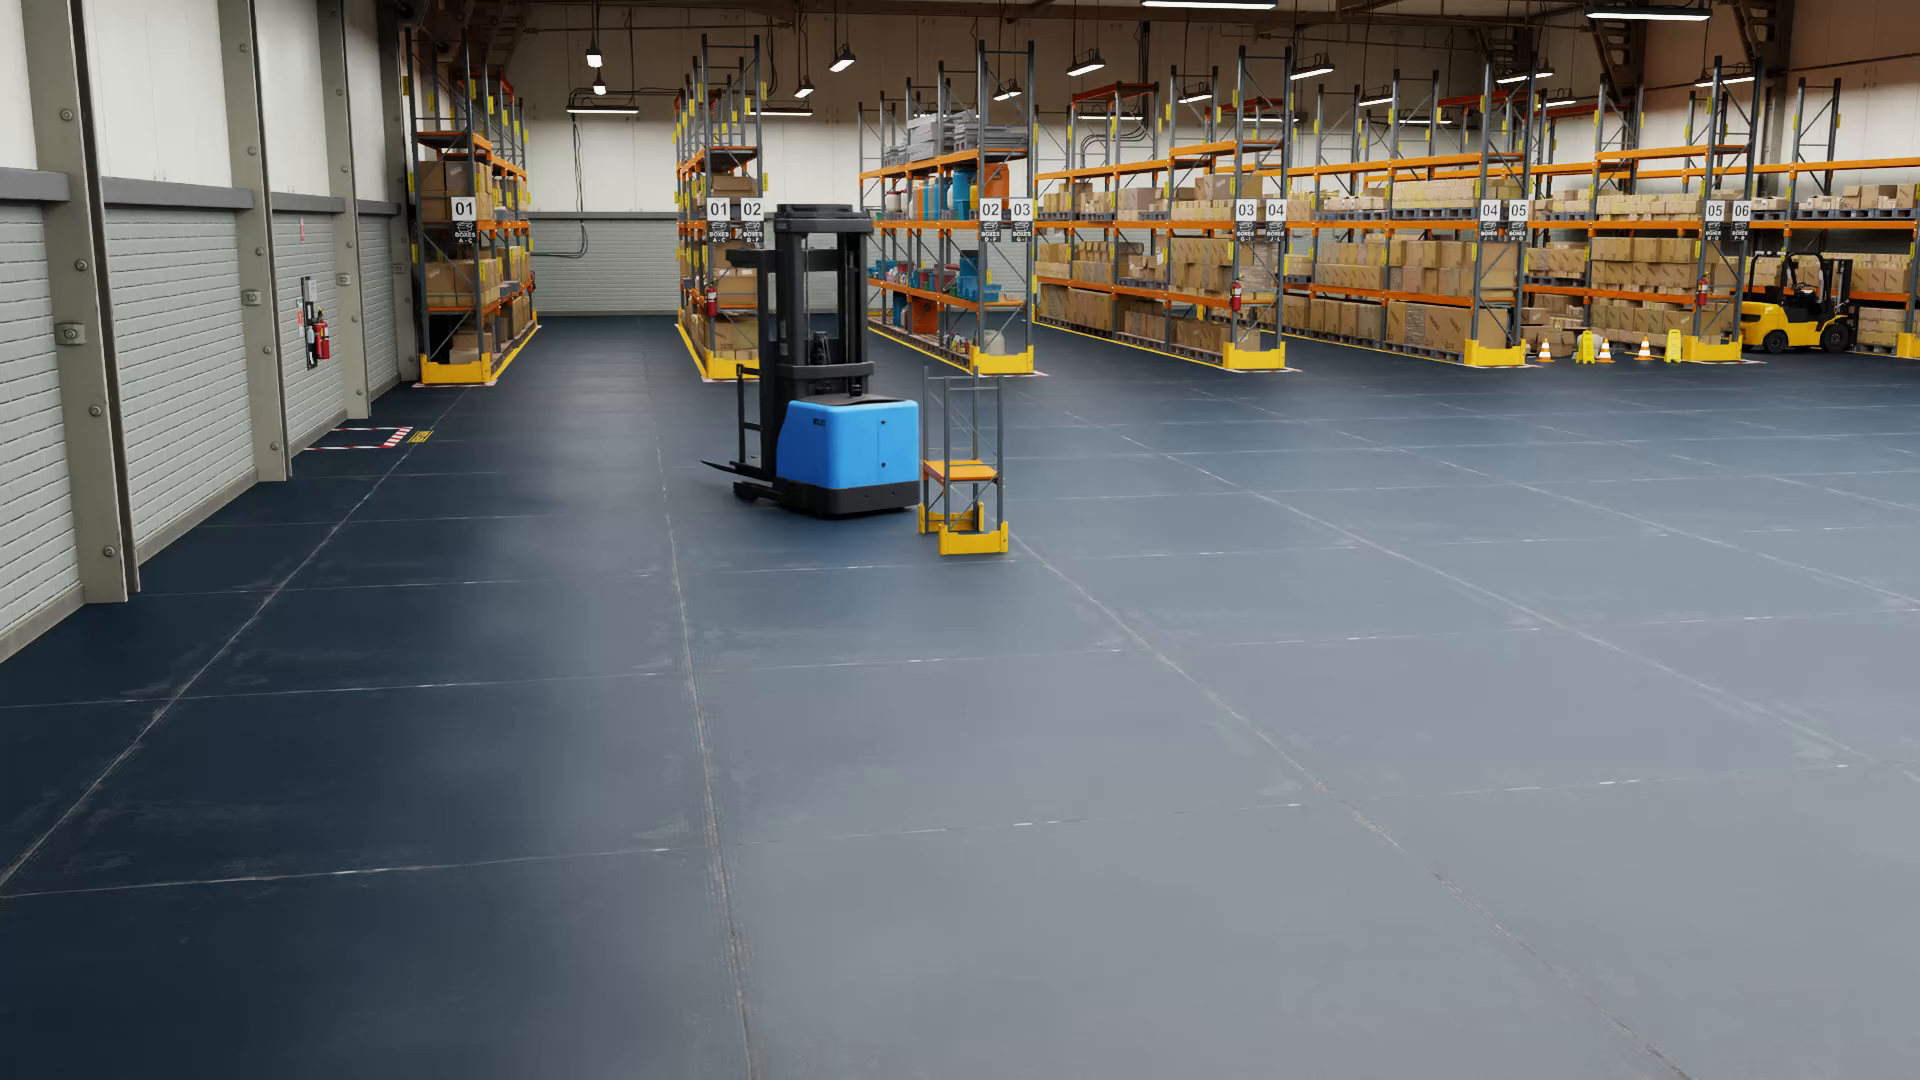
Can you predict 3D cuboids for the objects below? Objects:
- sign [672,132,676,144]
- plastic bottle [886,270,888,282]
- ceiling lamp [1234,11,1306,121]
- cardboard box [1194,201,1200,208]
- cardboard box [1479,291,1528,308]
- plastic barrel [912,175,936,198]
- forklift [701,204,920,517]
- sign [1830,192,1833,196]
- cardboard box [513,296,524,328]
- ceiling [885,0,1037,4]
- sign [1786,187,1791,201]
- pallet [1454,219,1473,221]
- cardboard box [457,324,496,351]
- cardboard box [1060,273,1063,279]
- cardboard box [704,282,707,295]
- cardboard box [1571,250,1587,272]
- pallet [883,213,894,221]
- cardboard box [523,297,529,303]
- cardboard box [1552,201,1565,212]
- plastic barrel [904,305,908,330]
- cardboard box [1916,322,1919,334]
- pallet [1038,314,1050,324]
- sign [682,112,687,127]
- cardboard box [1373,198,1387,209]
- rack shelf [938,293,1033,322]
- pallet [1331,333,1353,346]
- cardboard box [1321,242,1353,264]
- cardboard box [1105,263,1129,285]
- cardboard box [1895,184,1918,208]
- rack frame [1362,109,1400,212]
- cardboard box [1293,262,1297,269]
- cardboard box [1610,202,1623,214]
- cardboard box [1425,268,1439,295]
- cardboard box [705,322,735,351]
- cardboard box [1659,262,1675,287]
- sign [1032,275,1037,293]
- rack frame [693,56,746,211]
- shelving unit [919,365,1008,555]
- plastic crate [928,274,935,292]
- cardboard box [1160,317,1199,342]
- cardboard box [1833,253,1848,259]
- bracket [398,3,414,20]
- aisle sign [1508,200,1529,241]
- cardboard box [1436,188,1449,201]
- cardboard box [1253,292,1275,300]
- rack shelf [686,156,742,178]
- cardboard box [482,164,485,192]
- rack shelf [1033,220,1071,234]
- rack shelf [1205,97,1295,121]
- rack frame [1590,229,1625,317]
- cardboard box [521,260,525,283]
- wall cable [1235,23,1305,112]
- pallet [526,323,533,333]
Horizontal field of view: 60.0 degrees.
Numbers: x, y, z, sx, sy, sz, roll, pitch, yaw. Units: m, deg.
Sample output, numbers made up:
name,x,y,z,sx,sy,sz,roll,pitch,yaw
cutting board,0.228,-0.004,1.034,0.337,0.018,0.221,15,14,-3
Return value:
name,x,y,z,sx,sy,sz,roll,pitch,yaw
sign,-7.663,-10.792,44.622,0.100,0.325,0.005,-2,11,-11
plastic bottle,-1.841,-6.673,42.046,0.061,0.283,0.133,-2,11,-11
ceiling lamp,9.407,-14.306,50.180,2.000,3.185,0.800,-2,11,-11
cardboard box,4.972,-6.813,33.782,0.380,0.149,0.250,-2,11,-12
cardboard box,13.811,-5.912,42.296,0.875,0.875,0.875,-2,11,-12
plastic barrel,-0.823,-8.075,38.803,0.600,0.830,0.708,-2,11,-11
forklift,-1.655,-1.888,16.778,1.130,2.935,3.031,-8,13,-35
sign,20.054,-7.854,38.324,0.100,0.325,0.005,-2,11,-11
cardboard box,-10.958,-5.489,40.137,0.750,0.750,0.750,-2,11,-10
ceiling,-0.430,-15.497,47.985,6.000,0.001,6.000,-2,11,-11
sign,18.979,-7.928,38.081,0.100,0.325,0.005,-2,11,-11
pallet,13.466,-8.322,42.880,1.003,0.211,1.213,-2,11,-8
cardboard box,-9.815,-4.108,33.767,0.700,0.500,0.500,-2,11,-9
cardboard box,2.884,-7.008,44.166,0.380,0.149,0.250,-2,11,-12
cardboard box,-5.148,-5.255,34.643,0.396,0.266,0.258,-2,11,-12
cardboard box,14.327,-6.364,37.925,0.500,0.500,0.500,-2,11,-12
pallet,-1.245,-8.054,41.470,1.213,0.211,1.003,-2,11,-11
cardboard box,-11.501,-6.295,43.575,0.380,0.149,0.250,-2,11,-9
cardboard box,14.194,-7.781,38.810,0.500,0.250,0.500,-2,11,-10
plastic barrel,-1.047,-5.397,40.358,0.600,0.588,0.708,-2,11,-11
cardboard box,20.400,-4.529,35.362,0.500,0.250,0.500,-2,11,-10
pallet,2.819,-6.213,46.776,1.003,0.211,1.213,-2,11,-11
sign,-6.105,-9.323,36.904,0.100,0.325,0.005,-2,11,-11
cardboard box,9.511,-7.467,36.892,0.500,0.250,0.500,-2,11,-10
rack shelf,0.451,-4.626,32.901,1.077,0.370,4.000,-2,11,-11
pallet,9.341,-4.681,38.725,1.003,0.211,1.213,-2,11,-11
cardboard box,9.105,-6.879,39.874,0.700,0.500,0.500,-2,11,-11
cardboard box,3.804,-6.390,39.980,0.500,0.500,0.500,-2,11,-9
cardboard box,19.962,-7.184,34.740,0.500,0.500,0.500,-2,11,-9
rack frame,12.308,-11.034,48.603,1.000,3.000,0.127,-2,11,-11
cardboard box,8.431,-6.773,41.014,0.380,0.149,0.250,-2,11,-9
cardboard box,14.568,-7.247,36.335,0.500,0.250,0.500,-2,11,-11
cardboard box,10.209,-5.397,34.630,0.875,0.550,0.500,-2,11,-11
cardboard box,-4.415,-3.744,30.571,0.500,0.500,0.500,-2,11,-11
cardboard box,14.951,-5.529,34.663,0.500,0.500,0.500,-2,11,-11
sign,1.381,-4.767,30.981,0.100,0.325,0.005,-2,11,-11
rack frame,-4.797,-8.113,33.257,1.000,3.000,0.127,-2,11,-11
shelving unit,0.015,-0.723,14.483,0.587,1.500,1.083,-2,11,-11
plastic crate,-0.457,-5.529,35.766,0.392,0.384,0.575,-2,11,-11
cardboard box,4.822,-4.628,36.495,0.700,0.500,0.500,-3,11,-15
cardboard box,19.609,-6.279,36.865,0.380,0.149,0.250,-2,11,-11
bracket,-9.433,-9.001,28.293,0.235,0.232,0.430,-2,11,-11
aisle sign,10.892,-6.229,32.449,0.394,0.787,0.004,-2,11,-11
cardboard box,10.021,-7.019,33.744,0.500,0.250,0.500,-2,11,-11
cardboard box,5.877,-4.730,32.196,0.380,0.149,0.250,-2,11,-11
rack shelf,-5.186,-7.930,35.289,1.077,0.370,4.000,-2,11,-11
cardboard box,-8.873,-6.543,30.031,0.500,0.500,0.500,-2,11,-9
rack shelf,2.976,-8.480,45.130,1.077,0.370,4.000,-2,11,-11
rack shelf,7.861,-11.748,45.389,1.077,0.370,4.000,-2,11,-11
rack frame,17.954,-7.535,46.261,1.000,3.000,0.127,-2,11,-11
cardboard box,-11.301,-6.700,41.075,0.980,0.700,0.700,-2,11,-10
wall cable,9.898,-15.271,53.210,2.355,3.000,0.029,-2,11,-11
pallet,-11.523,-5.449,42.763,1.003,0.211,1.213,-2,11,-11
